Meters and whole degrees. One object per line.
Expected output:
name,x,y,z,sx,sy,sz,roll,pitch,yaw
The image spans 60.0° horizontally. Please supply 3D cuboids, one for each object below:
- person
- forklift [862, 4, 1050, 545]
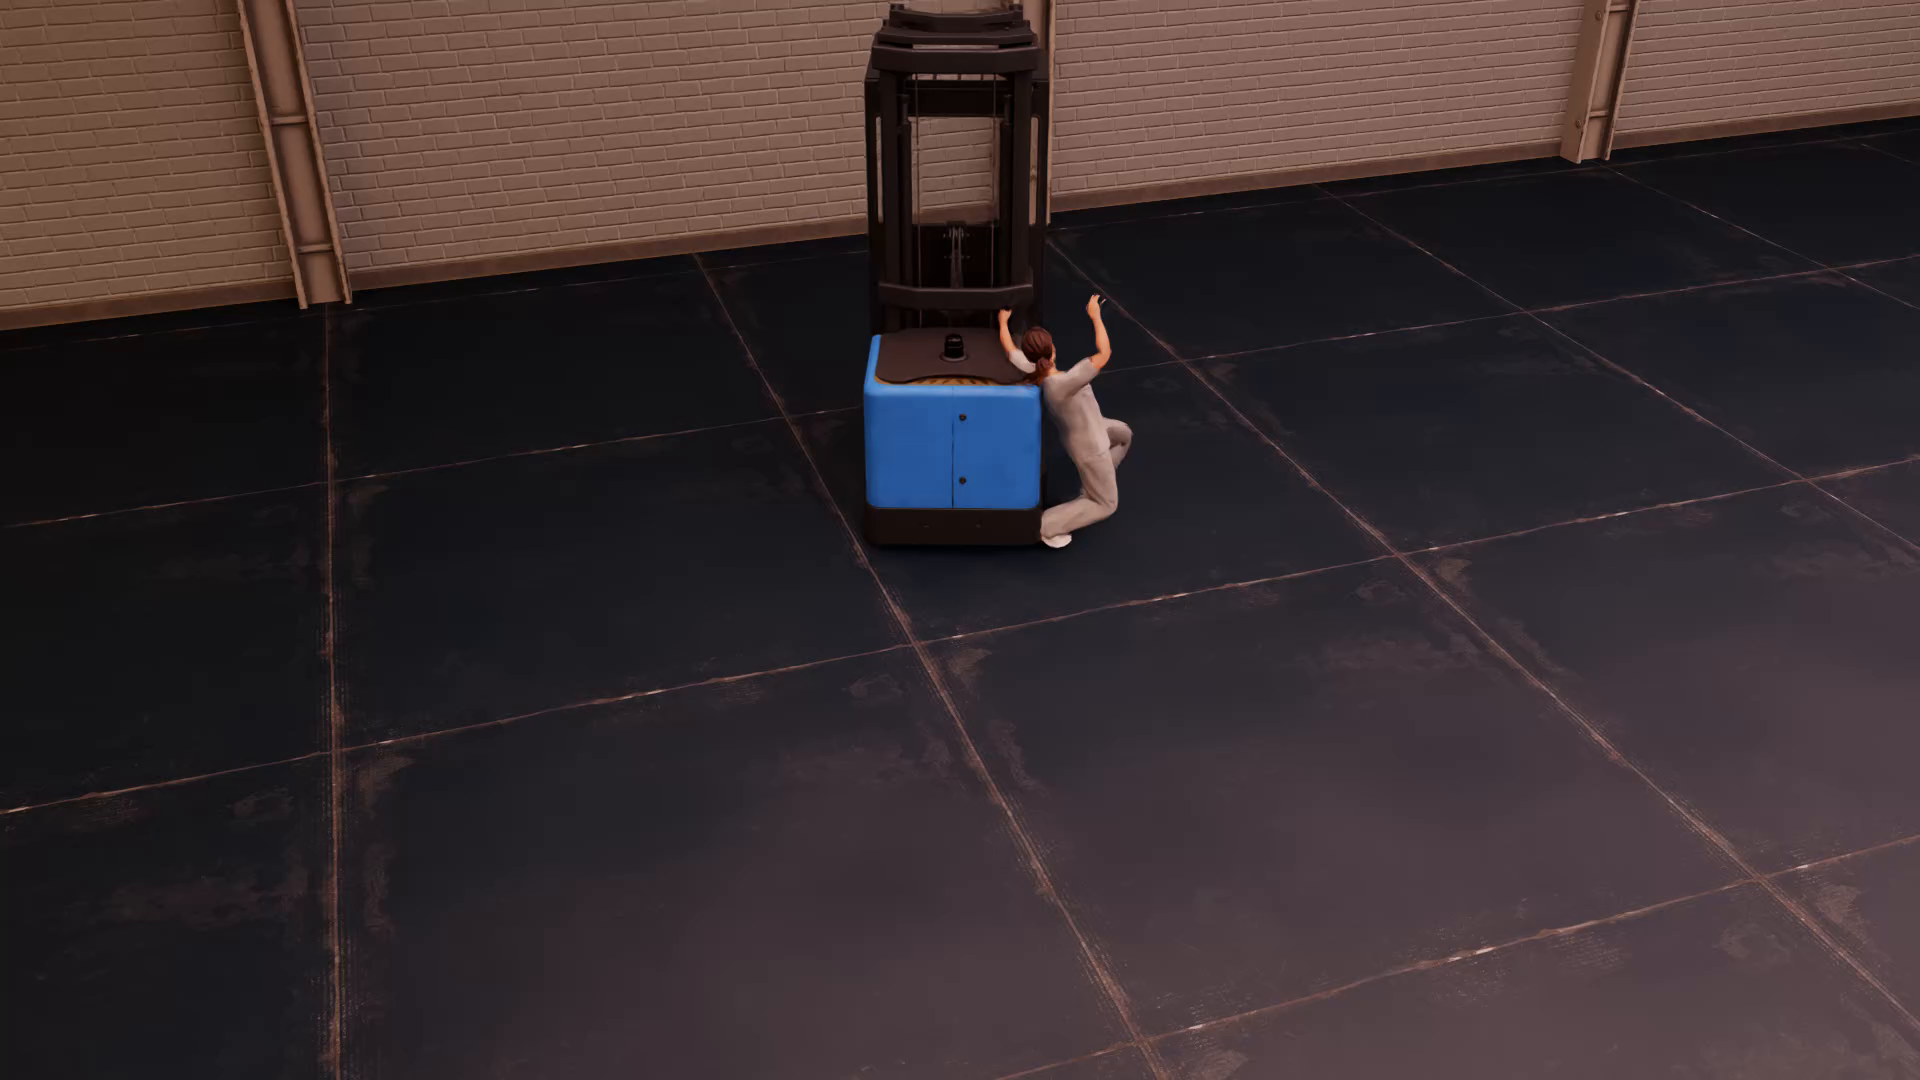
person,0.644,-0.786,9.886,0.801,1.538,0.987,-11,32,-18
forklift,-0.012,-1.934,10.449,1.130,2.935,3.031,1,30,1
